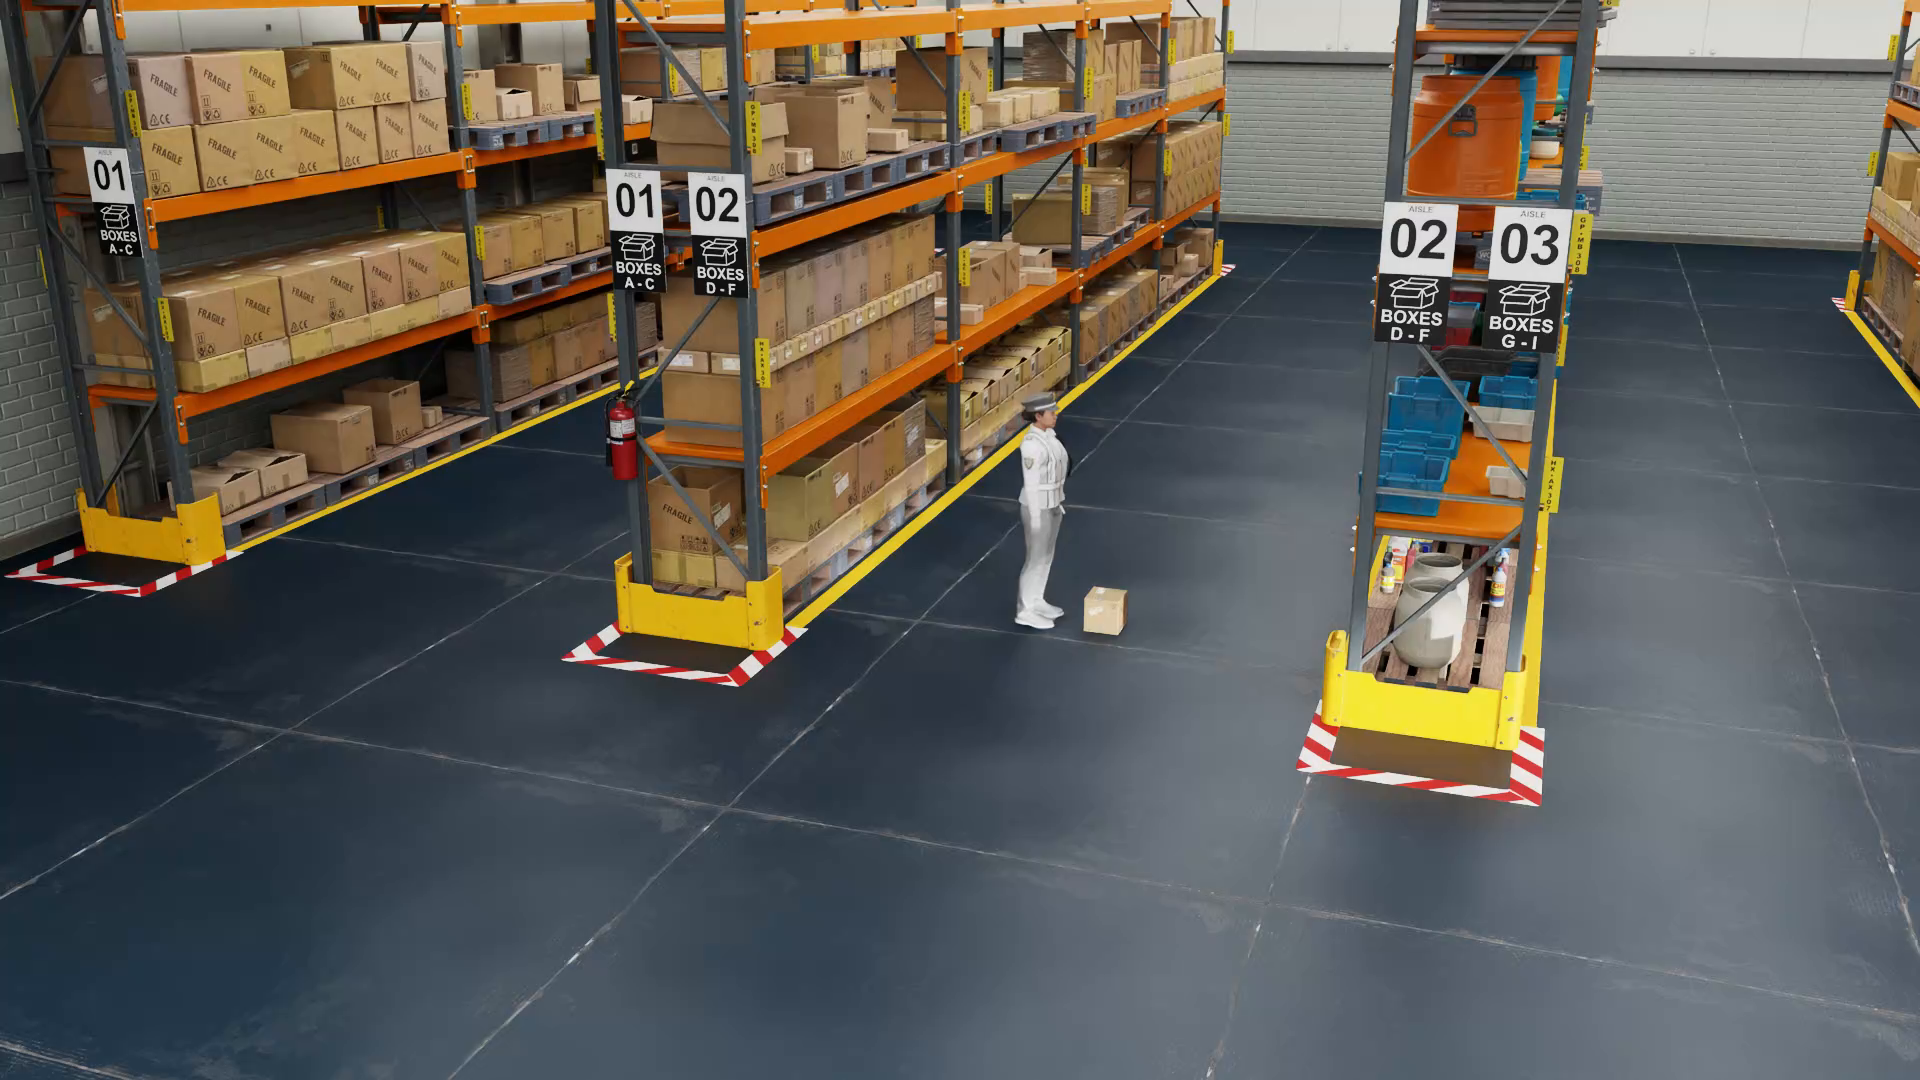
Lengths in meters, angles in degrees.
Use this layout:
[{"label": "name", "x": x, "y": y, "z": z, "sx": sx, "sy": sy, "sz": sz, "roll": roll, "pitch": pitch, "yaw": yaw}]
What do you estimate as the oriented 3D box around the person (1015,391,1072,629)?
[{"label": "person", "x": 0.585, "y": -0.229, "z": 11.710, "sx": 0.345, "sy": 1.686, "sz": 0.467, "roll": 7, "pitch": 20, "yaw": 20}]
